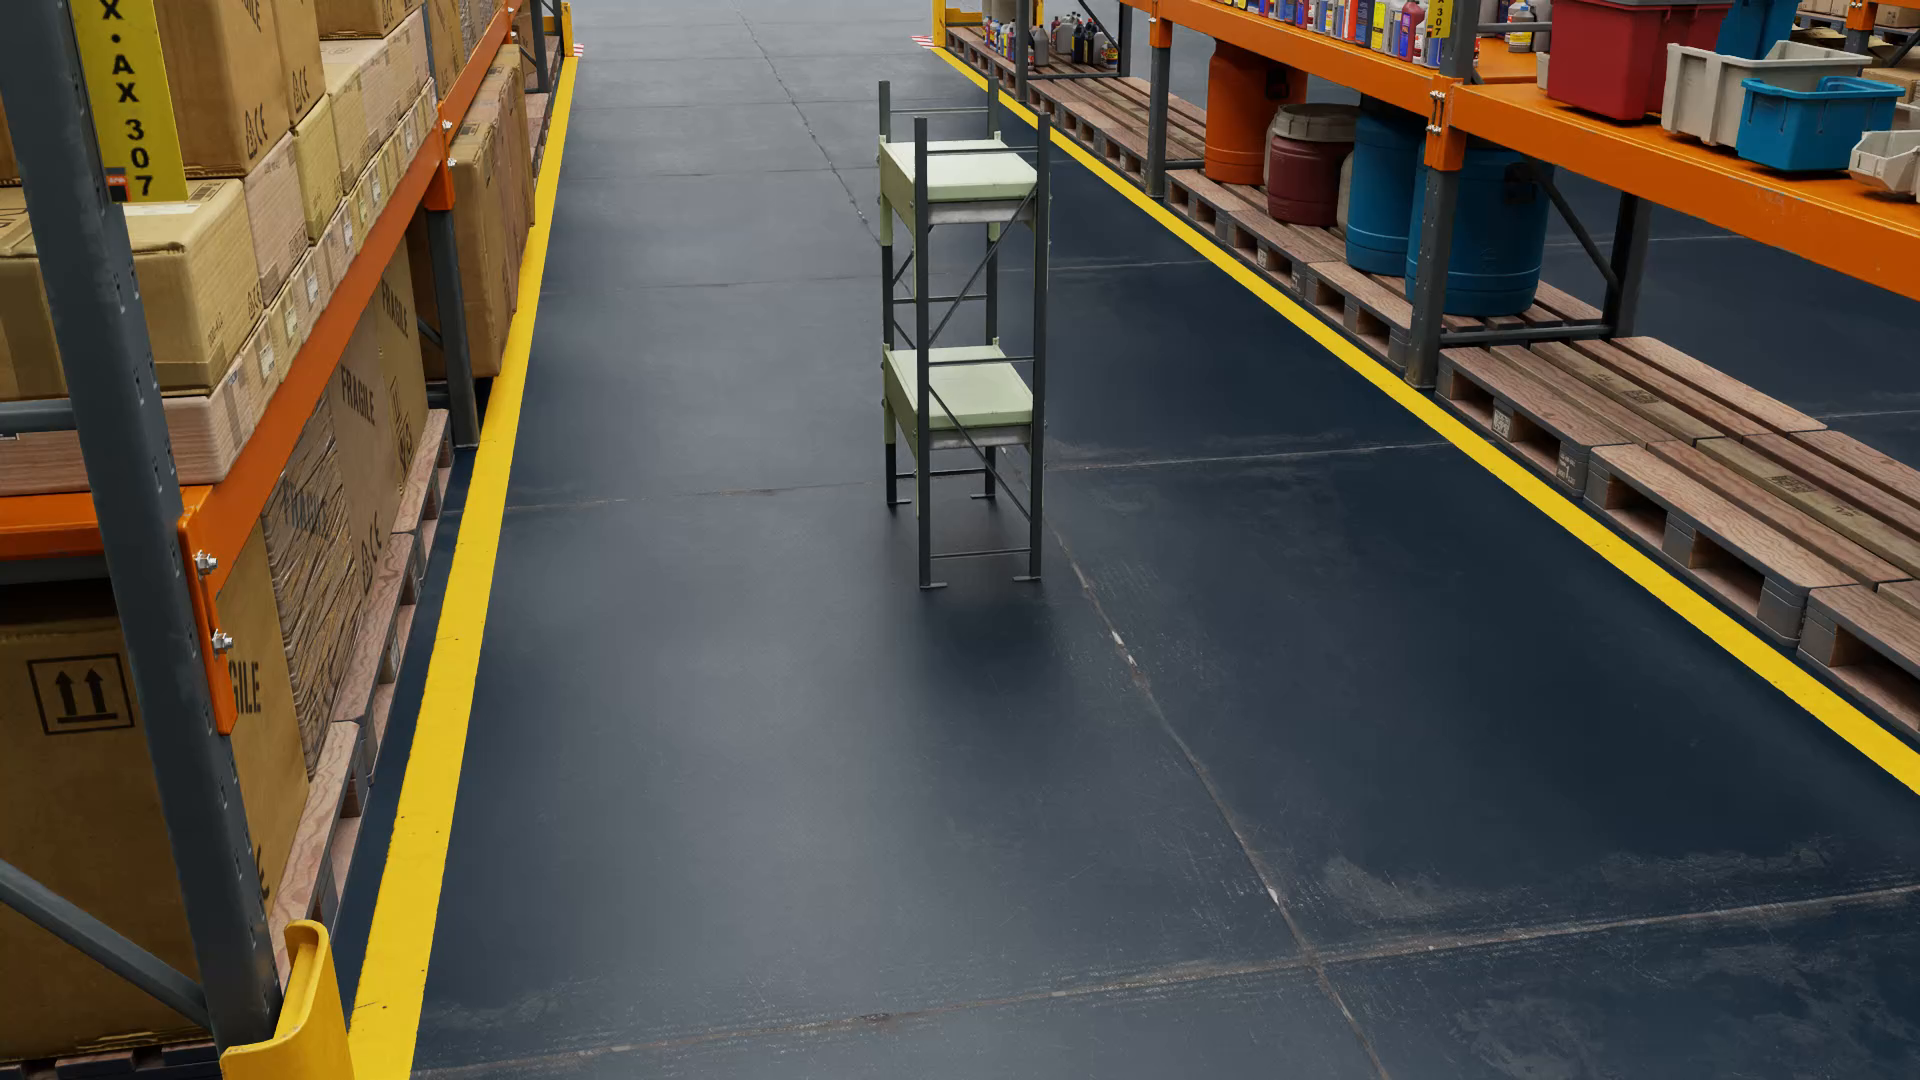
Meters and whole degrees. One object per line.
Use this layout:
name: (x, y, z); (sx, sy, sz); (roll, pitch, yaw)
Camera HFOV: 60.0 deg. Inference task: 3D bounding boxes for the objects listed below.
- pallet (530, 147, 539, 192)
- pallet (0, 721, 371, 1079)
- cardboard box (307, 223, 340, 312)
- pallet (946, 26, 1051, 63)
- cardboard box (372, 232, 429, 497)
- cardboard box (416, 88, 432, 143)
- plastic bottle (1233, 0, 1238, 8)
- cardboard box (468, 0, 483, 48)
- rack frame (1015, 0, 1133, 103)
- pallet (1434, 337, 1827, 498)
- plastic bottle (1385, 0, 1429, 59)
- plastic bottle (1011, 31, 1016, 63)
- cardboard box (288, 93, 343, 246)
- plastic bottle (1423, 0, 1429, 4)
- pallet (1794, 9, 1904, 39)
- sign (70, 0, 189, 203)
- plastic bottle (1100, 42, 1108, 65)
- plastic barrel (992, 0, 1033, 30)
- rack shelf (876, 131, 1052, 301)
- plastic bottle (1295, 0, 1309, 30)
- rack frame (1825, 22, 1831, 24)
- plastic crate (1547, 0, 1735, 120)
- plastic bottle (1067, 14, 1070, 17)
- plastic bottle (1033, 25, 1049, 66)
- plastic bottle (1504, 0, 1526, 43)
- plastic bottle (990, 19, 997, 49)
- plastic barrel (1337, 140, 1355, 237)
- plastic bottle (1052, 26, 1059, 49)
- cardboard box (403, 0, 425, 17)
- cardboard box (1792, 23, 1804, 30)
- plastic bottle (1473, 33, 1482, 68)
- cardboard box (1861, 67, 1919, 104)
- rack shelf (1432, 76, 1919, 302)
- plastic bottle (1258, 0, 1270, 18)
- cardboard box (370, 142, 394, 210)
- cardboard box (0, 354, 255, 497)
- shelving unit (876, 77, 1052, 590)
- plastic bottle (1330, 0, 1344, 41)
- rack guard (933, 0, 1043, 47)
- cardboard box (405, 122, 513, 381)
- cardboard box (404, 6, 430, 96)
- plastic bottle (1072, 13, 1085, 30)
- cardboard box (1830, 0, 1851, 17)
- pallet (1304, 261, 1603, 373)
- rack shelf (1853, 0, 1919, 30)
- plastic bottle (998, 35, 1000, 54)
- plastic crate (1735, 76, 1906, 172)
pallet: (-3.288, -2.321, 10.801); (1.003, 0.211, 1.213); (-4, 24, -10)
pallet: (-1.890, 0.824, 3.599); (1.003, 0.211, 1.213); (-4, 24, -10)
cardboard box: (-1.599, -0.598, 3.685); (0.380, 0.149, 0.250); (-5, 24, -11)
pallet: (0.449, -5.181, 17.348); (1.003, 0.211, 1.213); (-4, 24, -10)
cardboard box: (-2.362, -0.672, 5.670); (0.875, 0.875, 0.875); (-4, 24, -10)
cardboard box: (-1.979, -1.406, 5.536); (0.380, 0.149, 0.250); (-4, 24, -9)
plastic bottle: (1.590, -3.091, 9.328); (0.097, 0.201, 0.097); (0, 24, 0)
cardboard box: (-2.531, -2.561, 7.741); (0.500, 0.500, 0.500); (-4, 24, -9)
rack frame: (0.983, -5.232, 13.981); (1.000, 3.000, 0.127); (-4, 24, -10)
pallet: (2.637, -0.521, 6.679); (1.003, 0.211, 1.213); (-4, 24, -10)
plastic bottle: (2.004, -2.303, 7.430); (0.152, 0.276, 0.135); (-4, 24, -10)
plastic bottle: (0.545, -4.527, 15.127); (0.144, 0.351, 0.185); (-6, 24, -12)
cardboard box: (-1.681, -0.823, 3.703); (0.500, 0.250, 0.500); (-5, 24, -12)
plastic bottle: (2.113, -2.410, 7.583); (0.144, 0.351, 0.185); (-4, 24, -10)
pallet: (10.109, -5.908, 19.014); (1.003, 0.211, 1.213); (-4, 24, -10)
sign: (-1.119, -0.617, 2.234); (0.100, 0.325, 0.005); (-4, 24, -10)
plastic bottle: (1.317, -4.389, 14.997); (0.097, 0.201, 0.097); (0, 24, 0)
plastic barrel: (0.533, -5.407, 16.966); (0.421, 0.512, 0.421); (0, 24, 0)
rack shelf: (-0.001, -1.048, 5.300); (0.431, 0.370, 0.720); (-4, 24, -10)
plastic bottle: (1.756, -2.736, 8.414); (0.061, 0.283, 0.133); (-4, 24, -10)
rack frame: (9.980, -7.538, 19.262); (1.000, 3.000, 0.127); (-4, 24, -10)
plastic crate: (2.381, -1.772, 5.905); (0.402, 0.464, 0.583); (-4, 24, -10)
plastic bottle: (1.053, -5.027, 16.357); (0.061, 0.283, 0.133); (-4, 24, -8)
plastic bottle: (0.722, -4.462, 14.979); (0.144, 0.351, 0.185); (-4, 24, -10)
plastic bottle: (2.653, -2.472, 7.911); (0.097, 0.201, 0.097); (0, 24, 0)
plastic bottle: (0.336, -4.885, 16.047); (0.097, 0.271, 0.097); (0, 24, 0)
plastic barrel: (2.231, -1.860, 8.844); (0.421, 0.512, 0.421); (0, 24, 0)
plastic bottle: (0.940, -4.862, 16.081); (0.097, 0.201, 0.097); (0, 24, 0)
cardboard box: (-2.057, -1.969, 5.389); (0.500, 0.500, 0.500); (-4, 24, -8)
cardboard box: (6.490, -4.050, 13.484); (0.500, 0.311, 0.500); (-5, 24, -10)
plastic bottle: (2.191, -2.142, 7.154); (0.097, 0.201, 0.097); (0, 24, 0)
cardboard box: (6.395, -2.879, 11.168); (0.500, 0.500, 0.500); (-3, 24, -7)
rack shelf: (2.832, -0.969, 5.119); (1.077, 0.370, 4.000); (-4, 24, -10)
plastic bottle: (1.654, -2.953, 8.909); (0.061, 0.283, 0.133); (-4, 24, -10)
cardboard box: (-1.789, -1.002, 4.611); (0.380, 0.149, 0.250); (-5, 24, -11)
cardboard box: (-1.407, -0.194, 2.760); (0.380, 0.149, 0.250); (-4, 24, -9)
shelving unit: (-0.001, -0.690, 5.456); (0.431, 1.500, 0.755); (-4, 24, -10)
plastic bottle: (1.886, -2.554, 8.006); (0.152, 0.276, 0.135); (-4, 24, -10)
rack guard: (0.304, -5.633, 18.023); (1.175, 0.500, 0.348); (-4, 24, -10)
cardboard box: (-2.543, -1.187, 6.851); (1.225, 0.875, 0.875); (-4, 24, -10)
cardboard box: (-2.066, -1.632, 5.554); (0.500, 0.250, 0.500); (-5, 24, -11)
plastic bottle: (1.128, -4.809, 15.773); (0.144, 0.351, 0.185); (-4, 24, -10)
cardboard box: (10.125, -6.005, 18.561); (0.500, 0.311, 0.500); (-2, 24, -5)
pallet: (2.361, -1.114, 8.036); (1.003, 0.211, 1.213); (-4, 24, -10)
rack shelf: (6.961, -2.907, 9.557); (1.077, 0.370, 4.000); (-4, 24, -10)
plastic bottle: (0.411, -4.694, 15.697); (0.097, 0.201, 0.097); (0, 24, 0)
plastic crate: (2.570, -1.251, 5.001); (0.416, 0.233, 0.300); (-4, 24, -10)
